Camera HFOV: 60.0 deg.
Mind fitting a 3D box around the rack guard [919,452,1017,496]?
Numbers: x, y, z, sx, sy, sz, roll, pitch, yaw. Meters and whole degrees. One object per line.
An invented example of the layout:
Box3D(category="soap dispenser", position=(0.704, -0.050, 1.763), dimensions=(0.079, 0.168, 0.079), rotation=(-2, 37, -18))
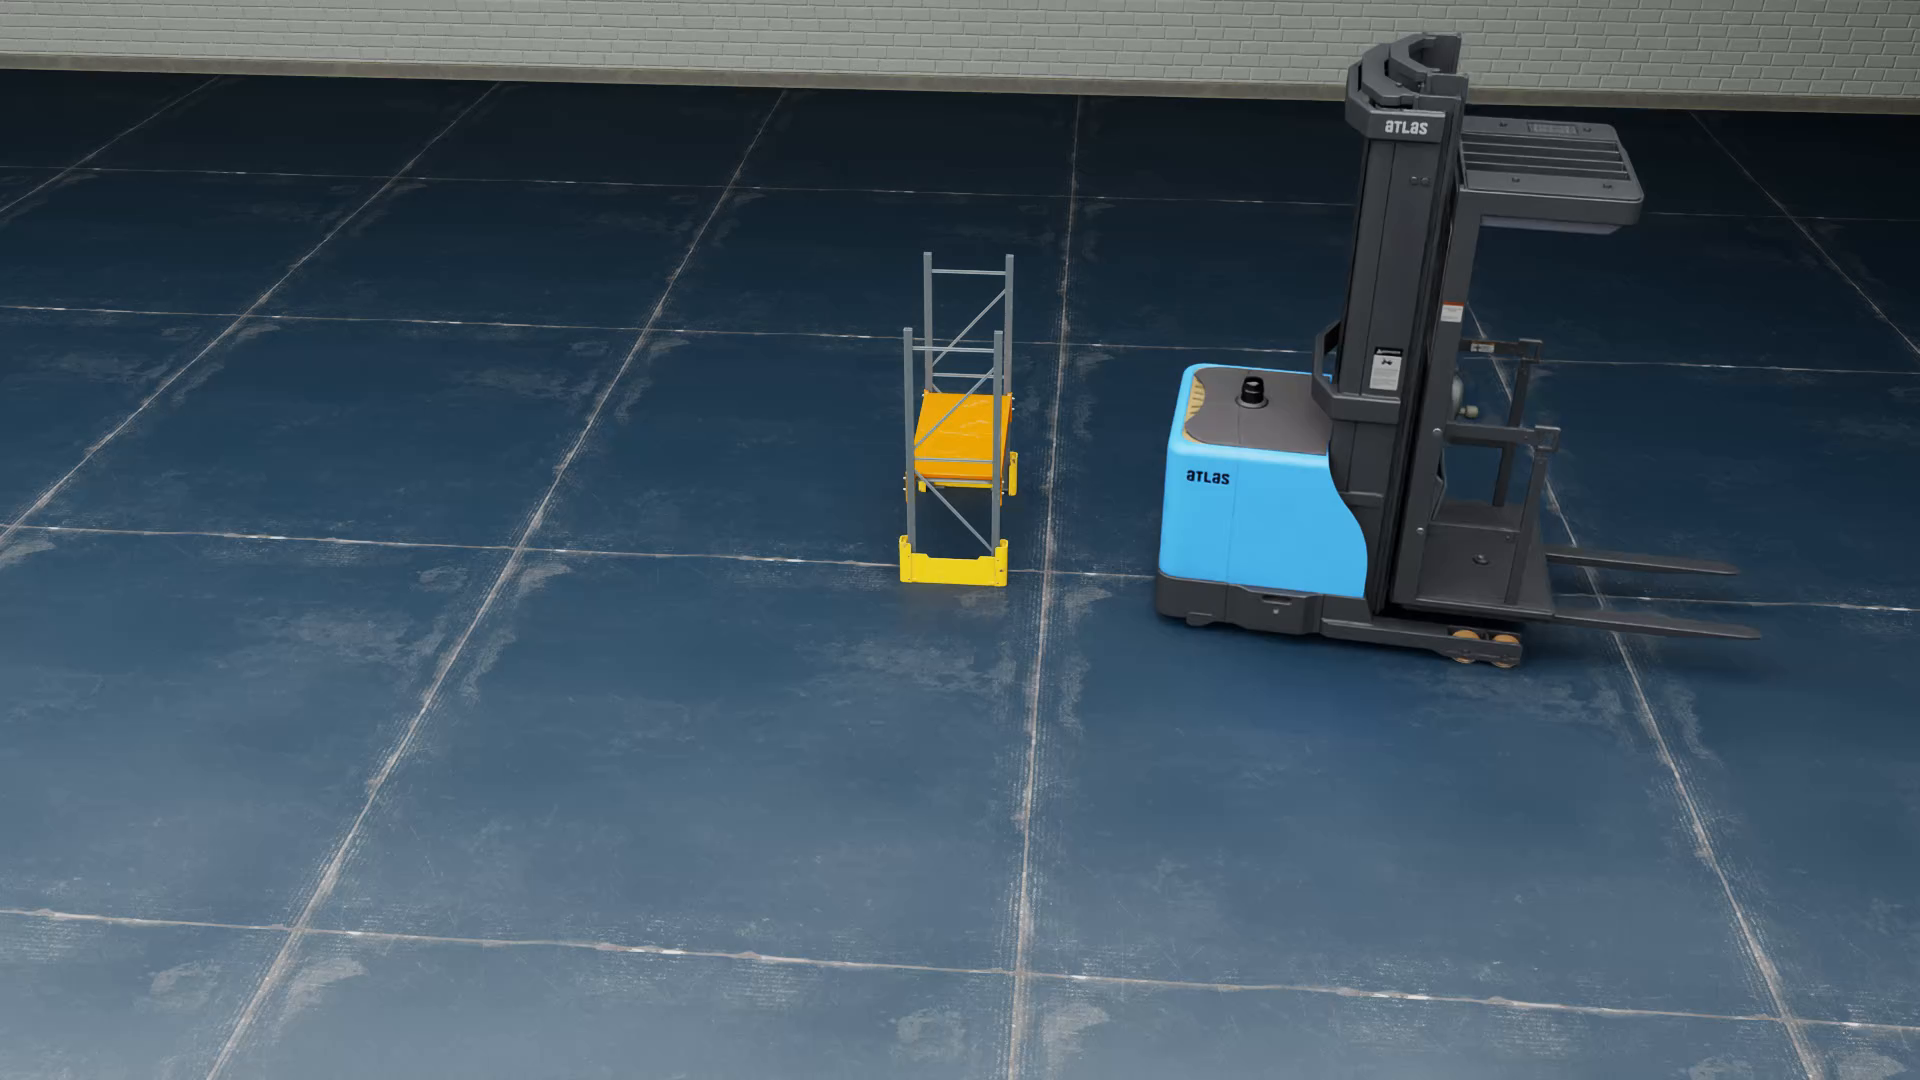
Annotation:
Box3D(category="rack guard", position=(0.047, -0.407, 9.952), dimensions=(0.587, 0.250, 0.087), rotation=(2, 32, 4))

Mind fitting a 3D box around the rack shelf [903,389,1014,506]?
Box3D(category="rack shelf", position=(0.007, -0.530, 9.304), dimensions=(0.538, 0.185, 1.000), rotation=(2, 32, 4))

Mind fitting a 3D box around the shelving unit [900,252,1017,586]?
Box3D(category="shelving unit", position=(0.006, -0.678, 9.201), dimensions=(0.587, 1.500, 1.083), rotation=(2, 32, 4))

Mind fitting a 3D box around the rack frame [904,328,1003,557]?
Box3D(category="rack frame", position=(-0.034, -0.417, 8.778), dimensions=(0.500, 1.500, 0.032), rotation=(2, 32, 4))

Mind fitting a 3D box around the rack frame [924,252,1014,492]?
Box3D(category="rack frame", position=(0.048, -0.949, 9.641), dimensions=(0.500, 1.500, 0.032), rotation=(2, 32, 4))

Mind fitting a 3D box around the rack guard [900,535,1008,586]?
Box3D(category="rack guard", position=(-0.034, 0.114, 9.107), dimensions=(0.587, 0.250, 0.087), rotation=(2, 32, 4))

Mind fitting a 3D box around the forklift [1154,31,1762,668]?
Box3D(category="forklift", position=(2.599, -0.903, 8.202), dimensions=(3.031, 2.935, 1.130), rotation=(6, 32, 10))
